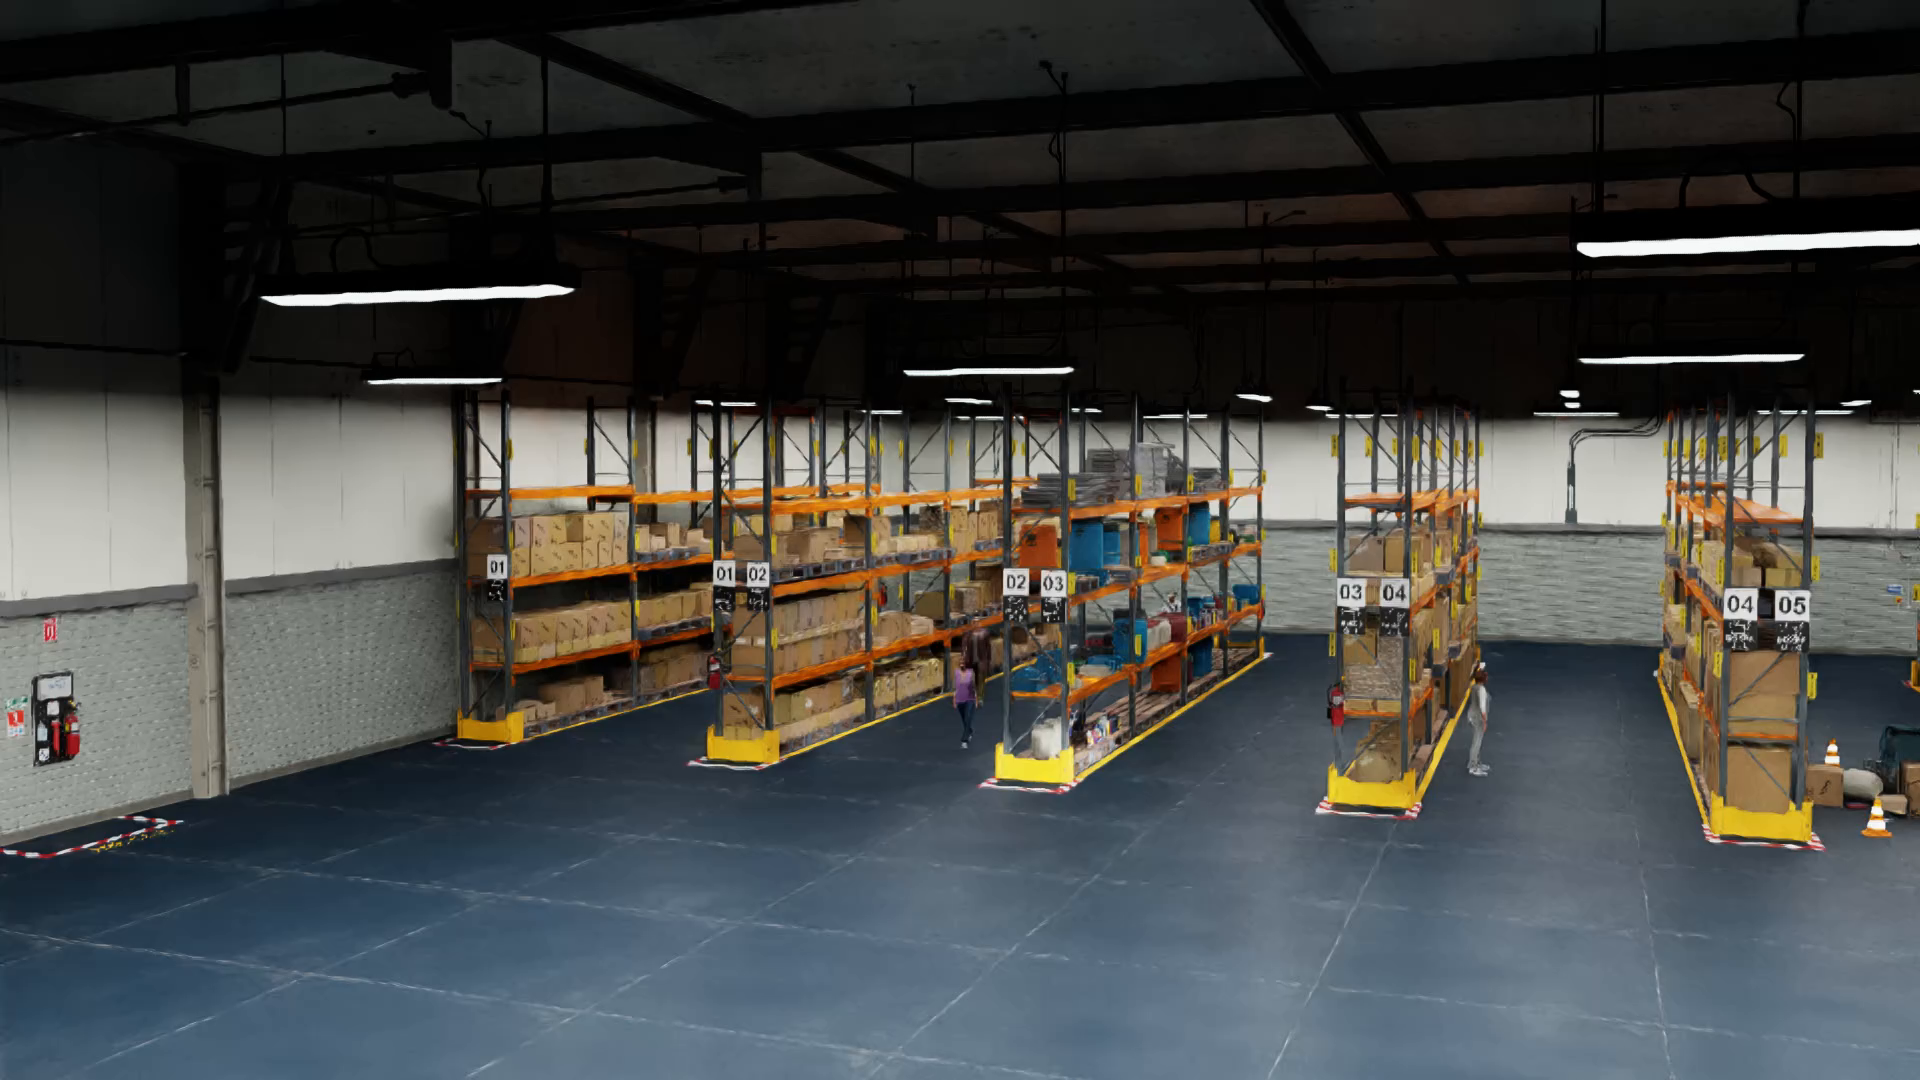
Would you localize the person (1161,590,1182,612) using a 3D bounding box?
[{"bbox_3d":[5.097,2.002,39.847,0.593,1.629,0.522,1,3,19],"label":"person"}]

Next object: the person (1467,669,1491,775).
[{"bbox_3d":[8.006,2.780,25.560,0.419,1.603,0.502,0,3,-1],"label":"person"}]

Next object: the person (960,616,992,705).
[{"bbox_3d":[0.302,2.340,32.467,0.577,1.716,1.103,1,3,12],"label":"person"}]

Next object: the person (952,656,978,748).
[{"bbox_3d":[0.070,2.685,27.967,0.419,1.514,1.038,1,3,18],"label":"person"}]
